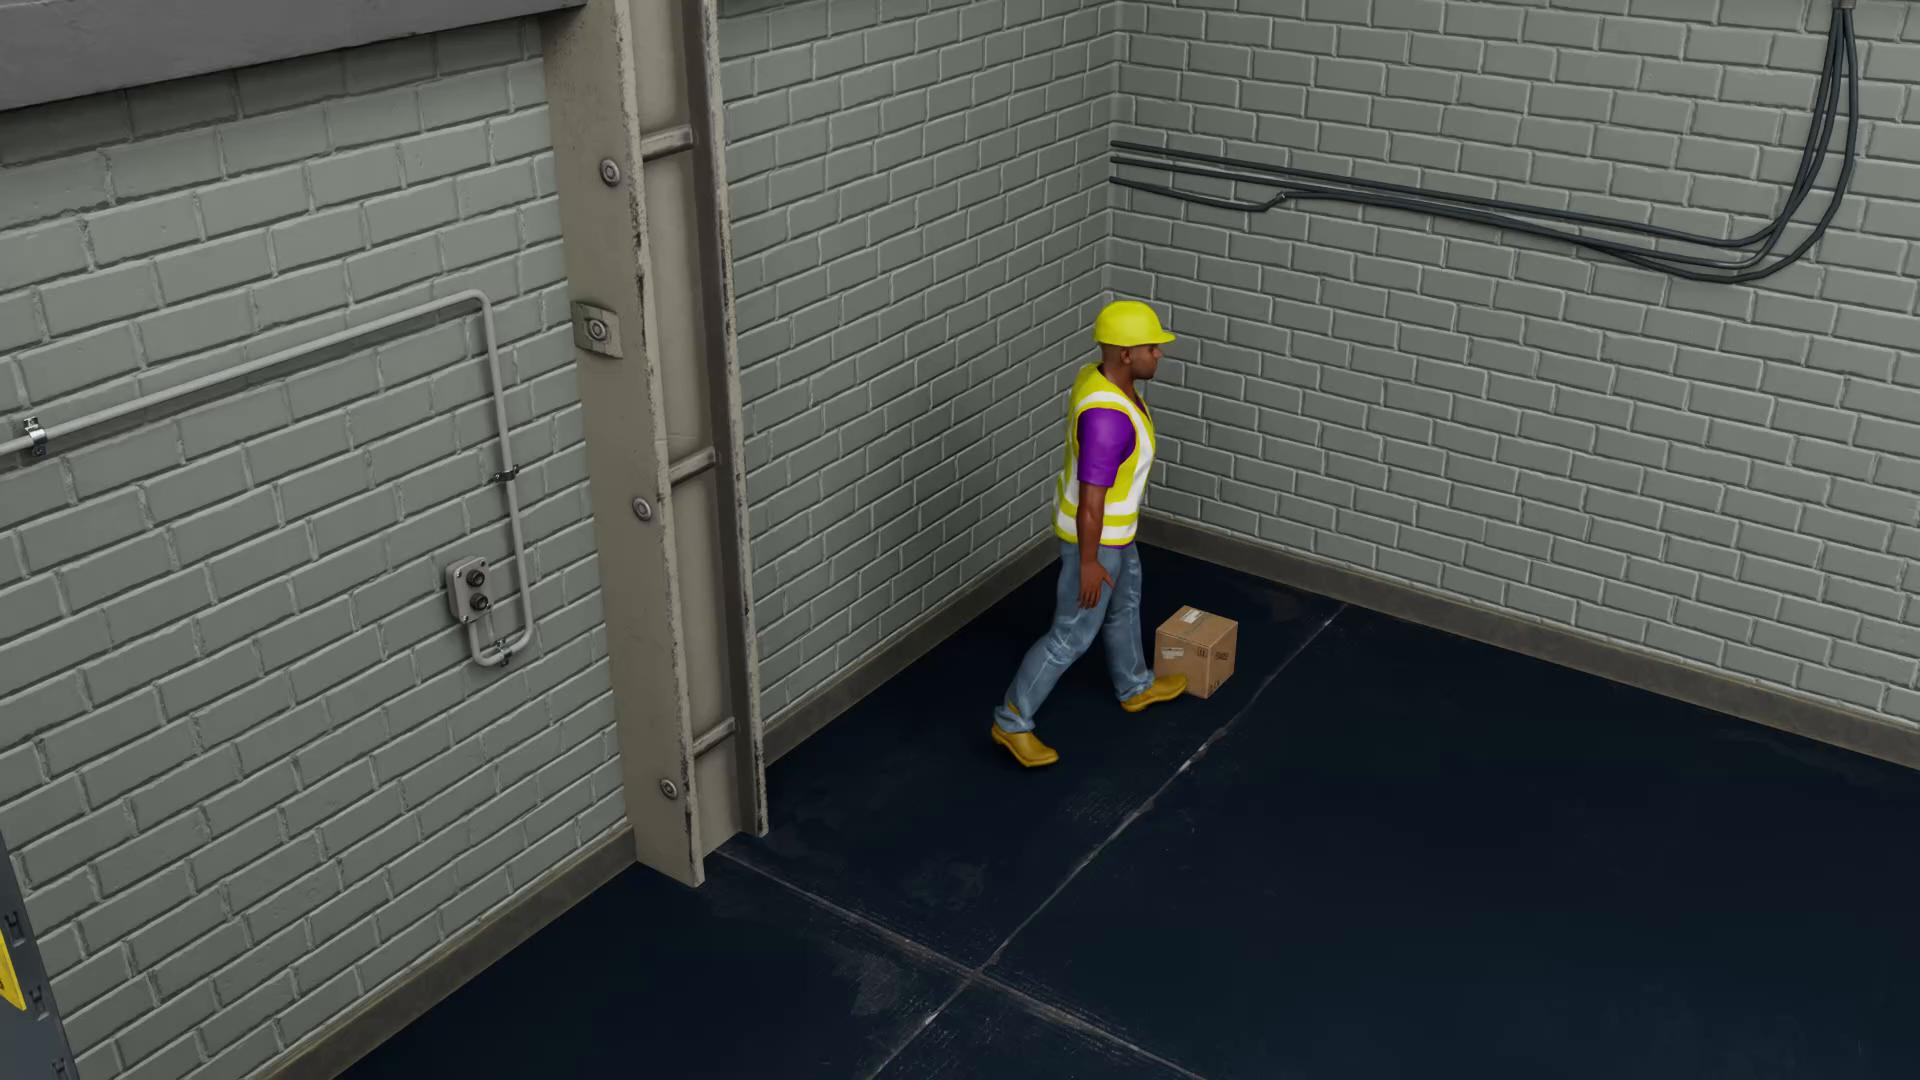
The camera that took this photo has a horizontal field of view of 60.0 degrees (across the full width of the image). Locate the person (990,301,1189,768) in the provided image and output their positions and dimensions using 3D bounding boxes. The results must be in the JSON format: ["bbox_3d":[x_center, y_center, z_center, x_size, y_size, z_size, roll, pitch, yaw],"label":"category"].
[{"bbox_3d":[0.523,-0.049,6.215,0.812,1.747,0.738,0,27,1],"label":"person"}]
